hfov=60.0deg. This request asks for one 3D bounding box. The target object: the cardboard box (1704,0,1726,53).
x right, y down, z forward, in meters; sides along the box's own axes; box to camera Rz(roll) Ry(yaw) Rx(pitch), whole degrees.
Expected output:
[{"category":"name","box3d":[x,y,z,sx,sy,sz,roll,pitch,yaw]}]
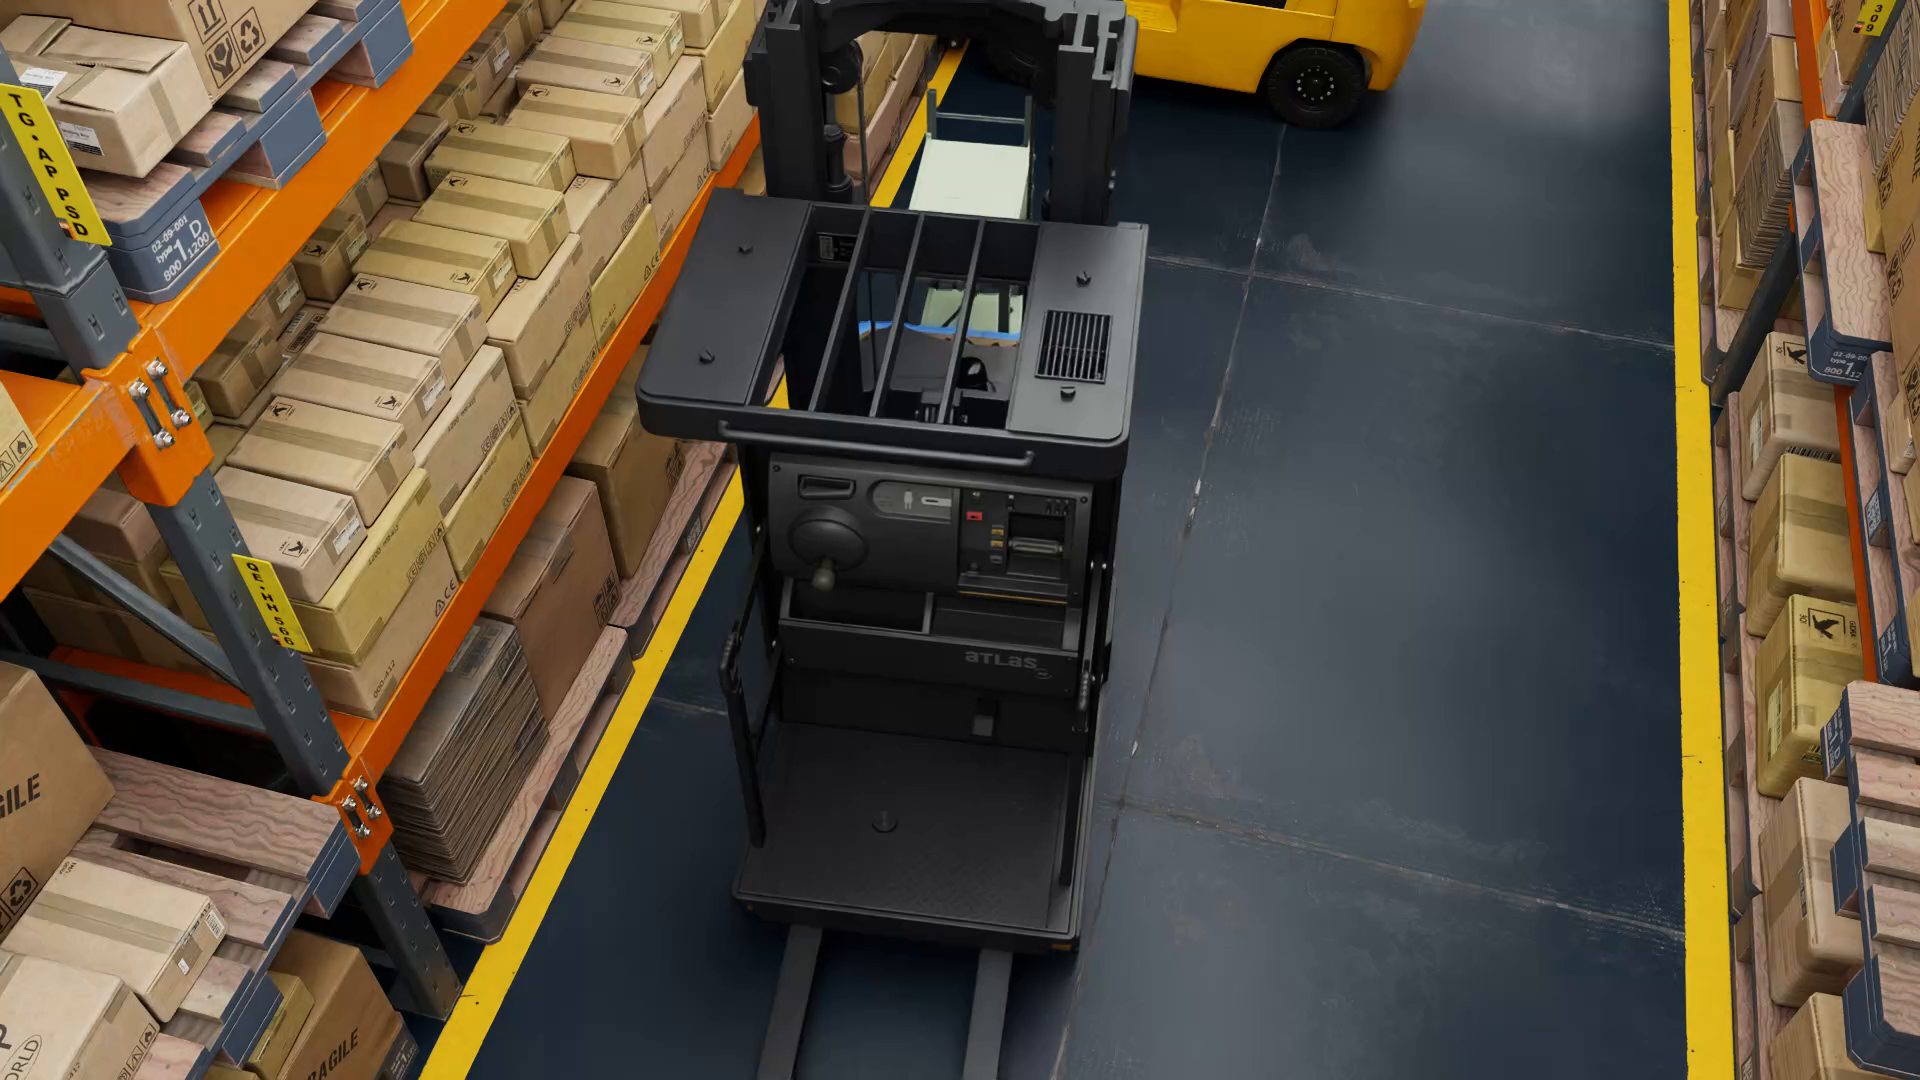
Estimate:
[{"category":"cardboard box","box3d":[4.169,-2.737,8.638,0.500,0.250,0.500,13,50,11]}]

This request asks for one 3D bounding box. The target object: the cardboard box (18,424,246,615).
[{"category":"cardboard box","box3d":[-2.255,-0.090,4.514,0.500,0.250,0.500,13,50,11]}]

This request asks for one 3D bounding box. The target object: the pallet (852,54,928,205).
[{"category":"pallet","box3d":[-0.803,-2.132,8.410,1.003,0.211,1.213,12,50,10]}]

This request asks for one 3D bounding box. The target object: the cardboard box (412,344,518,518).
[{"category":"cardboard box","box3d":[-1.620,-0.345,4.739,0.500,0.250,0.500,13,50,11]}]

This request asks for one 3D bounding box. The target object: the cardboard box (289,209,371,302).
[{"category":"cardboard box","box3d":[-1.986,-0.869,4.936,0.380,0.149,0.250,11,50,10]}]

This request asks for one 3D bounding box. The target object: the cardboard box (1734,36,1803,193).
[{"category":"cardboard box","box3d":[3.766,-1.838,7.344,0.500,0.500,0.500,12,50,11]}]

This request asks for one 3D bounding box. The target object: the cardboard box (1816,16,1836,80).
[{"category":"cardboard box","box3d":[3.587,-1.903,6.515,0.380,0.149,0.250,13,50,11]}]

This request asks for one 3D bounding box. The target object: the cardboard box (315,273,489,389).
[{"category":"cardboard box","box3d":[-1.569,-0.591,4.690,0.380,0.149,0.250,12,50,10]}]

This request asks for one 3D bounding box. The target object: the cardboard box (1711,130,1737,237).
[{"category":"cardboard box","box3d":[3.764,-1.608,7.641,0.500,0.250,0.500,10,49,9]}]

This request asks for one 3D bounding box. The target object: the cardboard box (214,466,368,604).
[{"category":"cardboard box","box3d":[-1.737,-0.015,4.182,0.380,0.149,0.250,13,50,11]}]

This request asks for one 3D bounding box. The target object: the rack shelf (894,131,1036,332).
[{"category":"rack shelf","box3d":[0.025,-1.131,6.146,0.431,0.370,0.720,6,49,5]}]

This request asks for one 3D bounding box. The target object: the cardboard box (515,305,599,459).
[{"category":"cardboard box","box3d":[-1.487,-0.555,5.258,0.500,0.250,0.500,10,49,9]}]

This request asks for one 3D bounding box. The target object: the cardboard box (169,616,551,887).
[{"category":"cardboard box","box3d":[-1.928,0.604,5.439,0.875,0.625,0.625,13,50,11]}]

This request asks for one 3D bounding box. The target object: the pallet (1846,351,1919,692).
[{"category":"pallet","box3d":[3.166,0.006,4.791,1.003,0.211,1.213,12,50,10]}]

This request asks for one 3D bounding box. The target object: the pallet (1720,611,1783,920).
[{"category":"pallet","box3d":[3.214,0.860,5.769,1.003,0.211,1.213,12,50,10]}]

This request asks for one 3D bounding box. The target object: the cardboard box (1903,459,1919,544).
[{"category":"cardboard box","box3d":[2.875,-0.094,4.638,0.380,0.149,0.250,10,49,9]}]

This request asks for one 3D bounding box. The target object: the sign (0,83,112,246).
[{"category":"sign","box3d":[-1.582,-0.650,2.896,0.100,0.325,0.005,12,50,10]}]

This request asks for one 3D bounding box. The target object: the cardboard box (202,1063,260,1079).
[{"category":"cardboard box","box3d":[-2.033,1.490,4.308,0.380,0.149,0.250,9,49,8]}]

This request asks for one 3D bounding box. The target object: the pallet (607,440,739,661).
[{"category":"pallet","box3d":[-1.528,-0.139,6.651,1.003,0.211,1.213,12,50,10]}]

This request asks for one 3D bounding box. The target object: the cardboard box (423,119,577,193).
[{"category":"cardboard box","box3d":[-1.433,-1.158,5.191,0.380,0.149,0.250,12,50,10]}]

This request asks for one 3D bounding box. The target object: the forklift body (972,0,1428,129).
[{"category":"forklift body","box3d":[1.261,-3.369,8.208,2.313,2.155,1.214,12,50,10]}]

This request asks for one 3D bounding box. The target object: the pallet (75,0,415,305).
[{"category":"pallet","box3d":[-2.013,-1.033,3.706,1.213,0.211,1.003,14,50,12]}]

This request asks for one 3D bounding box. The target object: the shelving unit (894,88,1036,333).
[{"category":"shelving unit","box3d":[0.025,-0.873,6.439,0.431,1.500,0.755,6,49,5]}]

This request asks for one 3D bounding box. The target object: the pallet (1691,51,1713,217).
[{"category":"pallet","box3d":[4.199,-1.966,8.264,1.003,0.211,1.213,12,50,10]}]

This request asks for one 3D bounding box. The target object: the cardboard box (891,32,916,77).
[{"category":"cardboard box","box3d":[-0.497,-2.536,8.127,0.500,0.250,0.500,11,50,10]}]

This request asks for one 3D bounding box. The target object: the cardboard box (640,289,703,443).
[{"category":"cardboard box","box3d":[-1.391,-0.902,6.768,0.875,0.625,0.625,11,50,10]}]

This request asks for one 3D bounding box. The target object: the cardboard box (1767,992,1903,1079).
[{"category":"cardboard box","box3d":[2.843,1.706,4.635,0.950,0.372,0.625,9,49,7]}]

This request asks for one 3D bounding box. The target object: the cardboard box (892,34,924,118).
[{"category":"cardboard box","box3d":[-0.487,-2.372,8.316,0.500,0.250,0.500,11,49,9]}]

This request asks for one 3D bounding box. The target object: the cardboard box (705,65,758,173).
[{"category":"cardboard box","box3d":[-1.060,-1.658,6.231,0.500,0.250,0.500,11,50,10]}]

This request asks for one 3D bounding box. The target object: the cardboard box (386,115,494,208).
[{"category":"cardboard box","box3d":[-1.848,-1.185,5.480,0.500,0.250,0.500,11,49,9]}]

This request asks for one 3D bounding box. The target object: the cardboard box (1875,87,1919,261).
[{"category":"cardboard box","box3d":[3.206,-1.137,5.126,0.500,0.500,0.500,12,50,10]}]

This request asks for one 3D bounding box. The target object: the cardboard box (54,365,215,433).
[{"category":"cardboard box","box3d":[-2.254,-0.329,4.459,0.380,0.149,0.250,13,50,11]}]

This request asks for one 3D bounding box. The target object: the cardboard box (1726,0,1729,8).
[{"category":"cardboard box","box3d":[4.172,-2.956,8.331,0.500,0.500,0.500,10,49,9]}]

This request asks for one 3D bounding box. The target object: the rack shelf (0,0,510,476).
[{"category":"rack shelf","box3d":[-1.579,-1.796,4.732,1.077,0.370,4.000,12,50,10]}]

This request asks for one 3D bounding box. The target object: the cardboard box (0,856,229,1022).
[{"category":"cardboard box","box3d":[-1.908,0.900,3.761,0.380,0.149,0.250,12,50,11]}]

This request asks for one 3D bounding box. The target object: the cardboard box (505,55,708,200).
[{"category":"cardboard box","box3d":[-1.204,-1.456,5.720,0.500,0.250,0.500,12,50,11]}]

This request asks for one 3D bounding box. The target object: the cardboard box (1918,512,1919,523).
[{"category":"cardboard box","box3d":[2.793,-0.014,4.135,0.500,0.500,0.500,9,49,7]}]

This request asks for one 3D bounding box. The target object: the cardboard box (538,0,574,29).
[{"category":"cardboard box","box3d":[-1.587,-1.971,5.908,0.380,0.149,0.250,11,50,10]}]

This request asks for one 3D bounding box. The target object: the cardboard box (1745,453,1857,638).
[{"category":"cardboard box","box3d":[3.415,0.120,6.035,0.950,0.372,0.625,14,50,12]}]

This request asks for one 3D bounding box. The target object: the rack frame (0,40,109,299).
[{"category":"rack frame","box3d":[-2.105,-1.580,2.061,1.000,3.000,0.127,12,50,10]}]

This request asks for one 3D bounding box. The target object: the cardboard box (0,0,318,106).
[{"category":"cardboard box","box3d":[-1.680,-1.268,3.374,0.500,0.500,0.500,12,50,10]}]

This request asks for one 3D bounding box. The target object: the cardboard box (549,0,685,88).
[{"category":"cardboard box","box3d":[-1.165,-1.694,5.664,0.380,0.149,0.250,10,49,9]}]

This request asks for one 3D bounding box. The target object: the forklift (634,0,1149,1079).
[{"category":"forklift","box3d":[-0.119,0.086,4.638,1.130,2.935,3.031,6,49,5]}]

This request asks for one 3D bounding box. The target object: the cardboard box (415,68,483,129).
[{"category":"cardboard box","box3d":[-1.798,-1.430,5.431,0.380,0.149,0.250,12,50,10]}]

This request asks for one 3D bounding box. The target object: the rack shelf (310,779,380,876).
[{"category":"rack shelf","box3d":[-2.632,2.090,3.303,1.077,0.370,4.000,12,50,10]}]

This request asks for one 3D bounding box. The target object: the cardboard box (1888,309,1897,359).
[{"category":"cardboard box","box3d":[3.104,-0.653,5.132,0.380,0.149,0.250,12,50,11]}]
